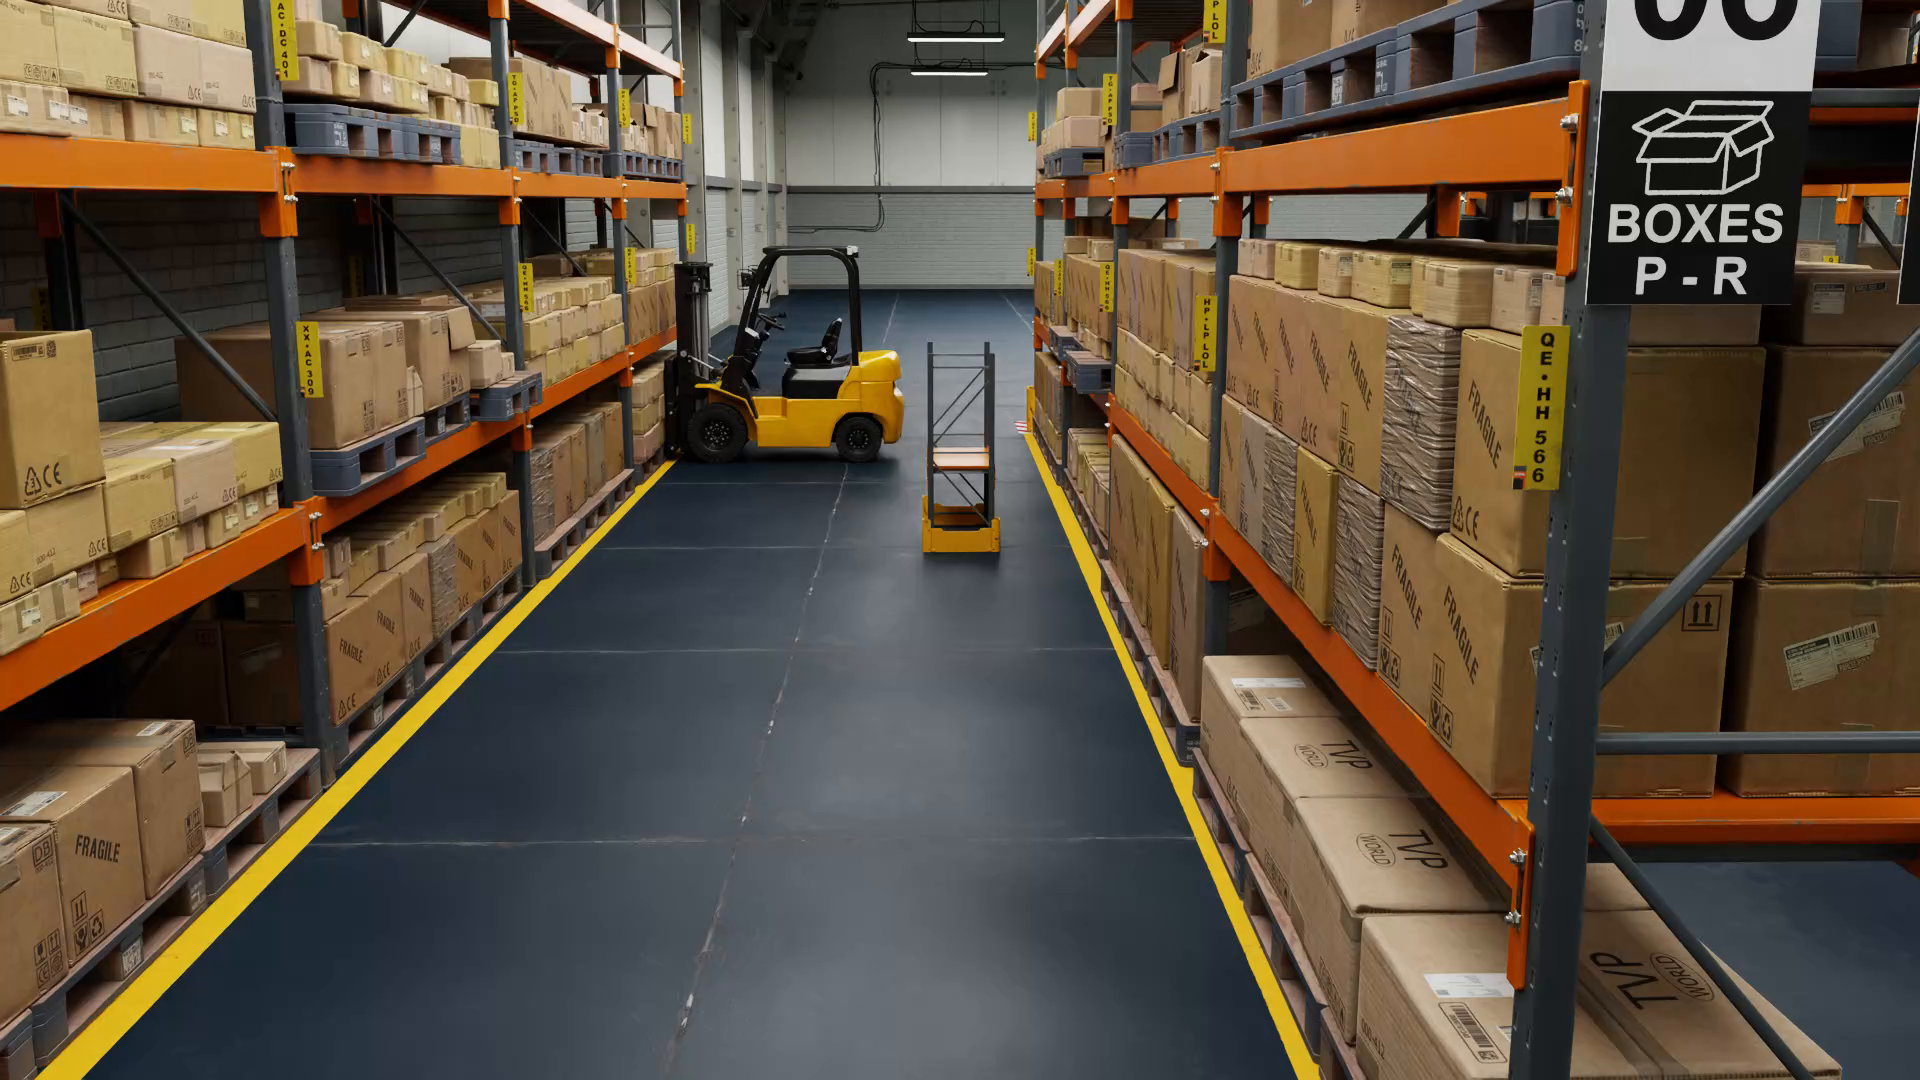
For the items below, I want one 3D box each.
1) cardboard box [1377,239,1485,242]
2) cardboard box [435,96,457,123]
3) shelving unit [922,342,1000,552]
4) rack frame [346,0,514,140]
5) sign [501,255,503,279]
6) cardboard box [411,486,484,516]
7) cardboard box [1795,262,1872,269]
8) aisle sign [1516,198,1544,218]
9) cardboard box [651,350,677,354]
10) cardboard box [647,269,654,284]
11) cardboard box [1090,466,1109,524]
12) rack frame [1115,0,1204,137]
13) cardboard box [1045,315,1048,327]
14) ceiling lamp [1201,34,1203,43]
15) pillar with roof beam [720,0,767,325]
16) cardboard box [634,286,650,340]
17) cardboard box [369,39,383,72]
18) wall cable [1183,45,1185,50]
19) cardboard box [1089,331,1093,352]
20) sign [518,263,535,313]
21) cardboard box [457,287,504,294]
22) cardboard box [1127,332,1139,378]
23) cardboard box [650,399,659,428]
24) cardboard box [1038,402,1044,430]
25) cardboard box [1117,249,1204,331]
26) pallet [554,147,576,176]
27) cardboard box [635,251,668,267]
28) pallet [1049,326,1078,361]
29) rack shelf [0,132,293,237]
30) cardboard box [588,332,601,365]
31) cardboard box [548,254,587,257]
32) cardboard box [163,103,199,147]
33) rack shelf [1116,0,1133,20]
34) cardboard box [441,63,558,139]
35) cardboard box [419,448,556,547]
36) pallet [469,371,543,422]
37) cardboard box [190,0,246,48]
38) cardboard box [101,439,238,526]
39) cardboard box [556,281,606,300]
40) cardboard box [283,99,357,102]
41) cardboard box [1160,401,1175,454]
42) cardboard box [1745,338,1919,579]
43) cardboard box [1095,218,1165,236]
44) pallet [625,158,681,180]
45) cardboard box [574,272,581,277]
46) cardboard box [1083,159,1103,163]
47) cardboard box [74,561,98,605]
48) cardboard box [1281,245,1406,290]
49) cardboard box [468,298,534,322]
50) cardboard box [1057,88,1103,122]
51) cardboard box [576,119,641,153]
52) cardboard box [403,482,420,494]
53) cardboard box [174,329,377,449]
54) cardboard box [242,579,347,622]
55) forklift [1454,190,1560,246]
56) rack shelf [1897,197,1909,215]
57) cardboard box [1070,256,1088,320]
[{"bbox_3d":[1.936,-1.168,6.872,0.380,0.149,0.250,0,11,-2],"label":"cardboard box"},{"bbox_3d":[-3.171,-2.514,9.736,0.380,0.149,0.250,0,11,-1],"label":"cardboard box"},{"bbox_3d":[-0.002,-0.750,12.985,0.587,1.500,1.083,0,11,-1],"label":"shelving unit"},{"bbox_3d":[-3.434,-4.085,10.560,1.000,3.000,0.127,0,11,-1],"label":"rack frame"},{"bbox_3d":[-4.071,-2.400,14.969,0.100,0.325,0.005,0,11,-1],"label":"sign"},{"bbox_3d":[-3.172,-0.239,10.294,0.380,0.149,0.250,-1,11,-3],"label":"cardboard box"},{"bbox_3d":[1.997,-0.608,4.114,0.380,0.149,0.250,0,11,1],"label":"cardboard box"},{"bbox_3d":[6.609,-4.086,19.116,0.394,0.787,0.004,0,11,-1],"label":"aisle sign"},{"bbox_3d":[-3.277,-1.993,18.683,0.500,0.250,0.500,0,11,1],"label":"cardboard box"},{"bbox_3d":[-3.257,-2.626,16.574,0.380,0.149,0.250,-1,11,-3],"label":"cardboard box"},{"bbox_3d":[1.504,-0.343,12.757,0.950,0.372,0.625,0,11,-2],"label":"cardboard box"},{"bbox_3d":[1.529,-4.106,10.664,1.000,3.000,0.127,0,11,-1],"label":"rack frame"},{"bbox_3d":[1.106,-2.359,17.776,0.380,0.149,0.250,0,11,0],"label":"cardboard box"},{"bbox_3d":[7.111,-13.639,42.972,2.000,3.185,0.800,0,11,-1],"label":"ceiling lamp"},{"bbox_3d":[-0.553,-9.129,35.422,9.100,9.000,0.548,0,11,-1],"label":"pillar with roof beam"},{"bbox_3d":[-3.292,-2.181,16.016,0.500,0.500,0.500,0,11,0],"label":"cardboard box"},{"bbox_3d":[-2.990,-2.313,7.945,0.380,0.149,0.250,0,11,-2],"label":"cardboard box"},{"bbox_3d":[5.647,-13.790,49.845,2.305,6.003,0.169,0,11,-1],"label":"wall cable"},{"bbox_3d":[1.162,-1.466,12.315,0.380,0.149,0.250,-1,11,-4],"label":"cardboard box"},{"bbox_3d":[-2.891,-1.677,11.070,0.100,0.325,0.005,0,11,-1],"label":"sign"},{"bbox_3d":[-3.694,-1.880,12.901,0.380,0.149,0.250,0,11,0],"label":"cardboard box"},{"bbox_3d":[1.302,-1.133,10.218,0.500,0.250,0.500,0,11,0],"label":"cardboard box"},{"bbox_3d":[-3.230,-1.241,16.232,0.500,0.250,0.500,0,11,-1],"label":"cardboard box"},{"bbox_3d":[1.107,-1.351,18.035,0.500,0.250,0.500,0,11,1],"label":"cardboard box"},{"bbox_3d":[1.295,-1.606,10.663,0.500,0.500,0.500,-1,11,-3],"label":"cardboard box"},{"bbox_3d":[-3.563,-2.879,12.636,1.003,0.211,1.213,0,11,1],"label":"pallet"},{"bbox_3d":[-3.254,-2.924,17.296,0.380,0.149,0.250,0,11,0],"label":"cardboard box"},{"bbox_3d":[1.317,-1.714,14.447,1.003,0.211,1.213,0,11,-1],"label":"pallet"},{"bbox_3d":[-3.310,-1.069,5.051,1.077,0.370,4.000,0,11,-1],"label":"rack shelf"},{"bbox_3d":[-3.249,-1.568,13.623,0.500,0.250,0.500,0,11,-1],"label":"cardboard box"},{"bbox_3d":[-3.861,-2.718,16.283,0.380,0.149,0.250,0,11,-2],"label":"cardboard box"},{"bbox_3d":[-3.049,-1.524,6.115,0.380,0.149,0.250,0,11,1],"label":"cardboard box"},{"bbox_3d":[1.570,-3.160,8.816,1.077,0.370,4.000,0,11,-1],"label":"rack shelf"},{"bbox_3d":[-3.315,-3.163,12.004,0.700,0.500,0.500,0,11,-2],"label":"cardboard box"},{"bbox_3d":[-3.433,-0.311,11.962,0.875,0.625,0.625,0,11,1],"label":"cardboard box"},{"bbox_3d":[-3.349,-0.916,10.513,1.213,0.211,1.003,0,11,-1],"label":"pallet"},{"bbox_3d":[-3.100,-2.037,6.385,0.500,0.250,0.500,0,11,-1],"label":"cardboard box"},{"bbox_3d":[-3.071,-0.222,6.238,0.500,0.250,0.500,0,11,-1],"label":"cardboard box"},{"bbox_3d":[-3.173,-2.088,13.923,0.380,0.149,0.250,-1,11,-3],"label":"cardboard box"},{"bbox_3d":[-3.033,-2.114,7.714,0.380,0.149,0.250,0,11,-1],"label":"cardboard box"},{"bbox_3d":[1.350,-0.587,8.785,0.500,0.250,0.500,-1,11,-3],"label":"cardboard box"},{"bbox_3d":[1.969,-0.211,3.789,0.500,0.500,0.500,0,11,-2],"label":"cardboard box"},{"bbox_3d":[1.665,-2.836,15.978,0.700,0.500,0.500,0,11,-1],"label":"cardboard box"},{"bbox_3d":[-3.610,-4.021,18.013,1.003,0.211,1.213,0,11,-1],"label":"pallet"},{"bbox_3d":[-3.817,-2.472,15.815,0.380,0.149,0.250,0,11,0],"label":"cardboard box"},{"bbox_3d":[1.168,-3.590,15.296,0.500,0.250,0.500,0,11,-2],"label":"cardboard box"},{"bbox_3d":[-3.078,0.143,5.443,0.380,0.149,0.250,0,11,-1],"label":"cardboard box"},{"bbox_3d":[1.348,-0.960,5.847,0.380,0.149,0.250,-1,11,-3],"label":"cardboard box"},{"bbox_3d":[-3.146,-1.576,11.401,0.380,0.149,0.250,0,11,1],"label":"cardboard box"},{"bbox_3d":[1.078,-3.591,13.737,0.500,0.250,0.500,0,11,-2],"label":"cardboard box"},{"bbox_3d":[-3.290,-3.787,15.555,0.500,0.311,0.500,0,11,0],"label":"cardboard box"},{"bbox_3d":[-3.734,-0.338,10.782,0.380,0.149,0.250,0,11,2],"label":"cardboard box"},{"bbox_3d":[-3.137,-0.701,7.664,0.700,0.500,0.500,0,11,0],"label":"cardboard box"},{"bbox_3d":[-3.092,0.279,7.737,0.380,0.149,0.250,0,11,2],"label":"cardboard box"},{"bbox_3d":[3.841,-1.134,11.277,1.130,2.935,3.031,1,11,4],"label":"forklift"},{"bbox_3d":[11.313,-3.517,17.114,1.077,0.370,4.000,0,11,-1],"label":"rack shelf"},{"bbox_3d":[1.177,-2.069,13.658,0.500,0.500,0.500,0,11,-1],"label":"cardboard box"}]
